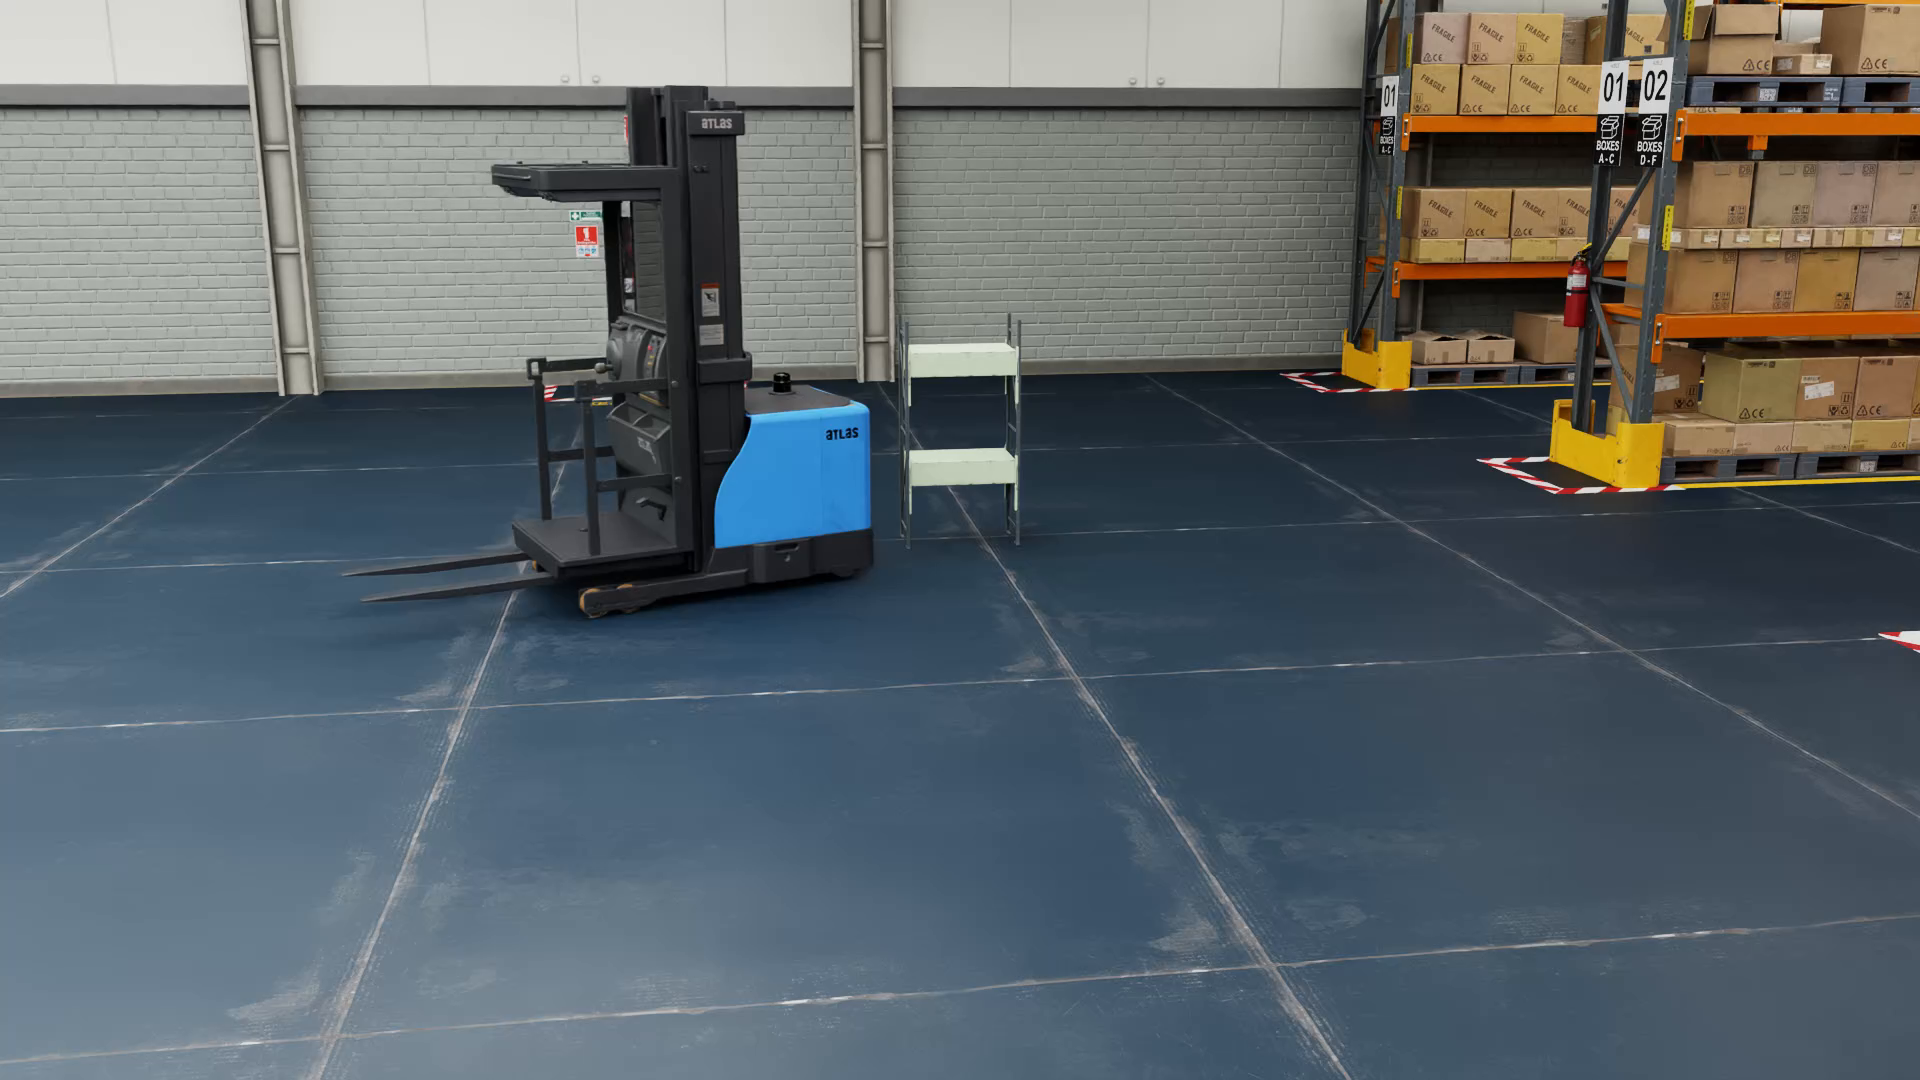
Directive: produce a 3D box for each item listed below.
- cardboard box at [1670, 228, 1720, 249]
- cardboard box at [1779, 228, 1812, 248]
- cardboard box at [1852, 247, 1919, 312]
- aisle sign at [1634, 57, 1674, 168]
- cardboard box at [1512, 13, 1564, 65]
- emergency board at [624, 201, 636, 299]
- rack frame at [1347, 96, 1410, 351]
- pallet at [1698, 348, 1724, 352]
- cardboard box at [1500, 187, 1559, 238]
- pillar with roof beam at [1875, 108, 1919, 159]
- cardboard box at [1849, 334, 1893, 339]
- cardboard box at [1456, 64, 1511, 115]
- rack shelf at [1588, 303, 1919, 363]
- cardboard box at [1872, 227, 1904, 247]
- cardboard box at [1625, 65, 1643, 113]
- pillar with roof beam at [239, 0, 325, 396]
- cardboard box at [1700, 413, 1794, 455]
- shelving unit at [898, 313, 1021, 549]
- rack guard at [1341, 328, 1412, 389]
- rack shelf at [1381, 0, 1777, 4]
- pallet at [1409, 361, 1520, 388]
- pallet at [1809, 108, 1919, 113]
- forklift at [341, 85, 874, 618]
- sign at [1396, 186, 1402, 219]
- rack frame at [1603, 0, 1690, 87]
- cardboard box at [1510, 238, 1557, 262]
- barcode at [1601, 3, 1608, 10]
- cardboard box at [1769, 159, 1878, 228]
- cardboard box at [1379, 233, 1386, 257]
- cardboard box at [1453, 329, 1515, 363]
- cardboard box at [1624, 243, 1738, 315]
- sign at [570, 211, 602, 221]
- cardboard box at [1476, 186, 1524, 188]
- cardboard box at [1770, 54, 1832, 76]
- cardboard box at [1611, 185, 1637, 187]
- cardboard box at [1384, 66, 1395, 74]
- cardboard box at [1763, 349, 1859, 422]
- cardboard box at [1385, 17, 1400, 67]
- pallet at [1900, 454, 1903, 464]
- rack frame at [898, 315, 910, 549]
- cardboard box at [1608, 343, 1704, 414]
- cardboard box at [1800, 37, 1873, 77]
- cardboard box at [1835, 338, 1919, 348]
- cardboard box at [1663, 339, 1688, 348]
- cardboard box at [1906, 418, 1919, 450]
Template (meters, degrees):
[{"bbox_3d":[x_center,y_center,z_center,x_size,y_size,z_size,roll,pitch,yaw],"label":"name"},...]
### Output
[{"bbox_3d":[5.610,-2.324,12.781,0.250,0.149,0.380,-2,14,-9],"label":"cardboard box"},{"bbox_3d":[6.367,-2.351,12.891,0.250,0.149,0.380,-2,14,-9],"label":"cardboard box"},{"bbox_3d":[7.183,-2.117,13.292,0.500,0.500,0.700,-2,14,-7],"label":"cardboard box"},{"bbox_3d":[5.170,-3.183,12.403,0.004,0.787,0.394,-2,14,-8],"label":"aisle sign"},{"bbox_3d":[5.874,-5.170,17.203,0.500,0.500,0.500,-2,14,-7],"label":"cardboard box"},{"bbox_3d":[-3.371,-3.125,17.516,0.643,1.169,0.194,-2,14,-8],"label":"emergency board"},{"bbox_3d":[4.448,-3.189,17.773,0.127,3.000,1.000,-2,14,-8],"label":"rack frame"},{"bbox_3d":[9.173,-2.010,18.804,1.213,0.211,1.003,-2,14,-8],"label":"pallet"},{"bbox_3d":[5.967,-3.468,17.609,0.500,0.500,0.500,-3,14,-10],"label":"cardboard box"},{"bbox_3d":[11.585,-5.515,14.712,0.400,9.000,9.100,-2,14,-8],"label":"pillar with roof beam"},{"bbox_3d":[10.143,-2.406,18.882,0.500,0.500,0.700,-2,14,-8],"label":"cardboard box"},{"bbox_3d":[5.352,-4.665,17.245,0.500,0.500,0.500,-1,14,-5],"label":"cardboard box"},{"bbox_3d":[7.167,-1.722,13.399,4.000,0.370,1.077,-2,14,-8],"label":"rack shelf"},{"bbox_3d":[7.130,-2.379,13.003,0.250,0.149,0.380,-2,14,-8],"label":"cardboard box"},{"bbox_3d":[6.896,-4.725,17.484,0.500,0.500,0.500,-3,14,-11],"label":"cardboard box"},{"bbox_3d":[-6.214,-4.862,12.111,0.400,9.000,9.100,-2,14,-8],"label":"pillar with roof beam"},{"bbox_3d":[6.247,-0.853,13.246,0.500,0.250,0.500,-2,14,-8],"label":"cardboard box"},{"bbox_3d":[-0.007,-0.727,11.038,0.755,1.500,0.431,-2,14,-8],"label":"shelving unit"},{"bbox_3d":[4.523,-1.980,18.088,0.348,0.500,1.175,-2,14,-8],"label":"rack guard"},{"bbox_3d":[6.425,-5.821,17.420,4.000,0.370,1.077,-2,14,-8],"label":"rack shelf"},{"bbox_3d":[5.332,-1.861,18.207,1.213,0.211,1.003,-2,14,-8],"label":"pallet"},{"bbox_3d":[10.055,-4.733,18.149,1.003,0.211,1.213,-2,14,-8],"label":"pallet"},{"bbox_3d":[-2.075,-1.126,9.686,3.031,2.935,1.130,-8,16,-28],"label":"forklift"},{"bbox_3d":[4.529,-3.479,17.147,0.005,0.325,0.100,-2,14,-8],"label":"sign"},{"bbox_3d":[5.189,-4.908,12.292,0.127,3.000,1.000,-2,14,-8],"label":"rack frame"},{"bbox_3d":[5.994,-3.107,17.711,0.500,0.250,0.500,-2,14,-9],"label":"cardboard box"},{"bbox_3d":[6.965,-5.764,17.967,0.075,0.075,0.001,-2,14,-8],"label":"barcode"},{"bbox_3d":[6.723,-2.730,13.070,0.500,0.500,0.700,-2,14,-8],"label":"cardboard box"},{"bbox_3d":[4.881,-3.190,18.042,0.500,0.250,0.500,-2,14,-7],"label":"cardboard box"},{"bbox_3d":[5.709,-2.123,18.143,0.500,0.311,0.500,-1,14,-4],"label":"cardboard box"},{"bbox_3d":[5.653,-2.060,13.065,0.500,0.500,0.700,-2,14,-8],"label":"cardboard box"},{"bbox_3d":[-3.928,-3.402,17.459,0.331,0.109,0.001,-2,14,-8],"label":"sign"},{"bbox_3d":[5.892,-3.594,18.112,0.500,0.500,0.500,-2,14,-10],"label":"cardboard box"},{"bbox_3d":[6.379,-3.603,12.621,0.250,0.149,0.380,-2,14,-8],"label":"cardboard box"},{"bbox_3d":[7.395,-3.650,18.337,0.500,0.500,0.500,-2,14,-9],"label":"cardboard box"},{"bbox_3d":[4.823,-4.779,17.697,0.500,0.500,0.500,-1,14,-4],"label":"cardboard box"},{"bbox_3d":[6.740,-1.237,13.237,0.500,0.500,0.500,-2,14,-8],"label":"cardboard box"},{"bbox_3d":[4.835,-5.266,17.585,0.500,0.500,0.500,-1,14,-6],"label":"cardboard box"},{"bbox_3d":[8.352,-0.772,13.865,1.213,0.211,1.003,-2,14,-8],"label":"pallet"},{"bbox_3d":[-0.369,-0.714,10.986,0.023,1.500,0.400,-2,14,-8],"label":"rack frame"},{"bbox_3d":[5.675,-1.323,13.577,0.500,0.500,0.500,-2,14,-8],"label":"cardboard box"},{"bbox_3d":[6.839,-3.807,13.100,0.500,0.311,0.500,0,14,-2],"label":"cardboard box"},{"bbox_3d":[7.651,-1.399,13.881,0.500,0.500,0.500,-2,14,-8],"label":"cardboard box"},{"bbox_3d":[7.879,-2.147,18.536,0.250,0.166,0.380,-4,15,-16],"label":"cardboard box"},{"bbox_3d":[7.731,-0.906,13.458,0.500,0.250,0.500,-2,14,-8],"label":"cardboard box"}]
